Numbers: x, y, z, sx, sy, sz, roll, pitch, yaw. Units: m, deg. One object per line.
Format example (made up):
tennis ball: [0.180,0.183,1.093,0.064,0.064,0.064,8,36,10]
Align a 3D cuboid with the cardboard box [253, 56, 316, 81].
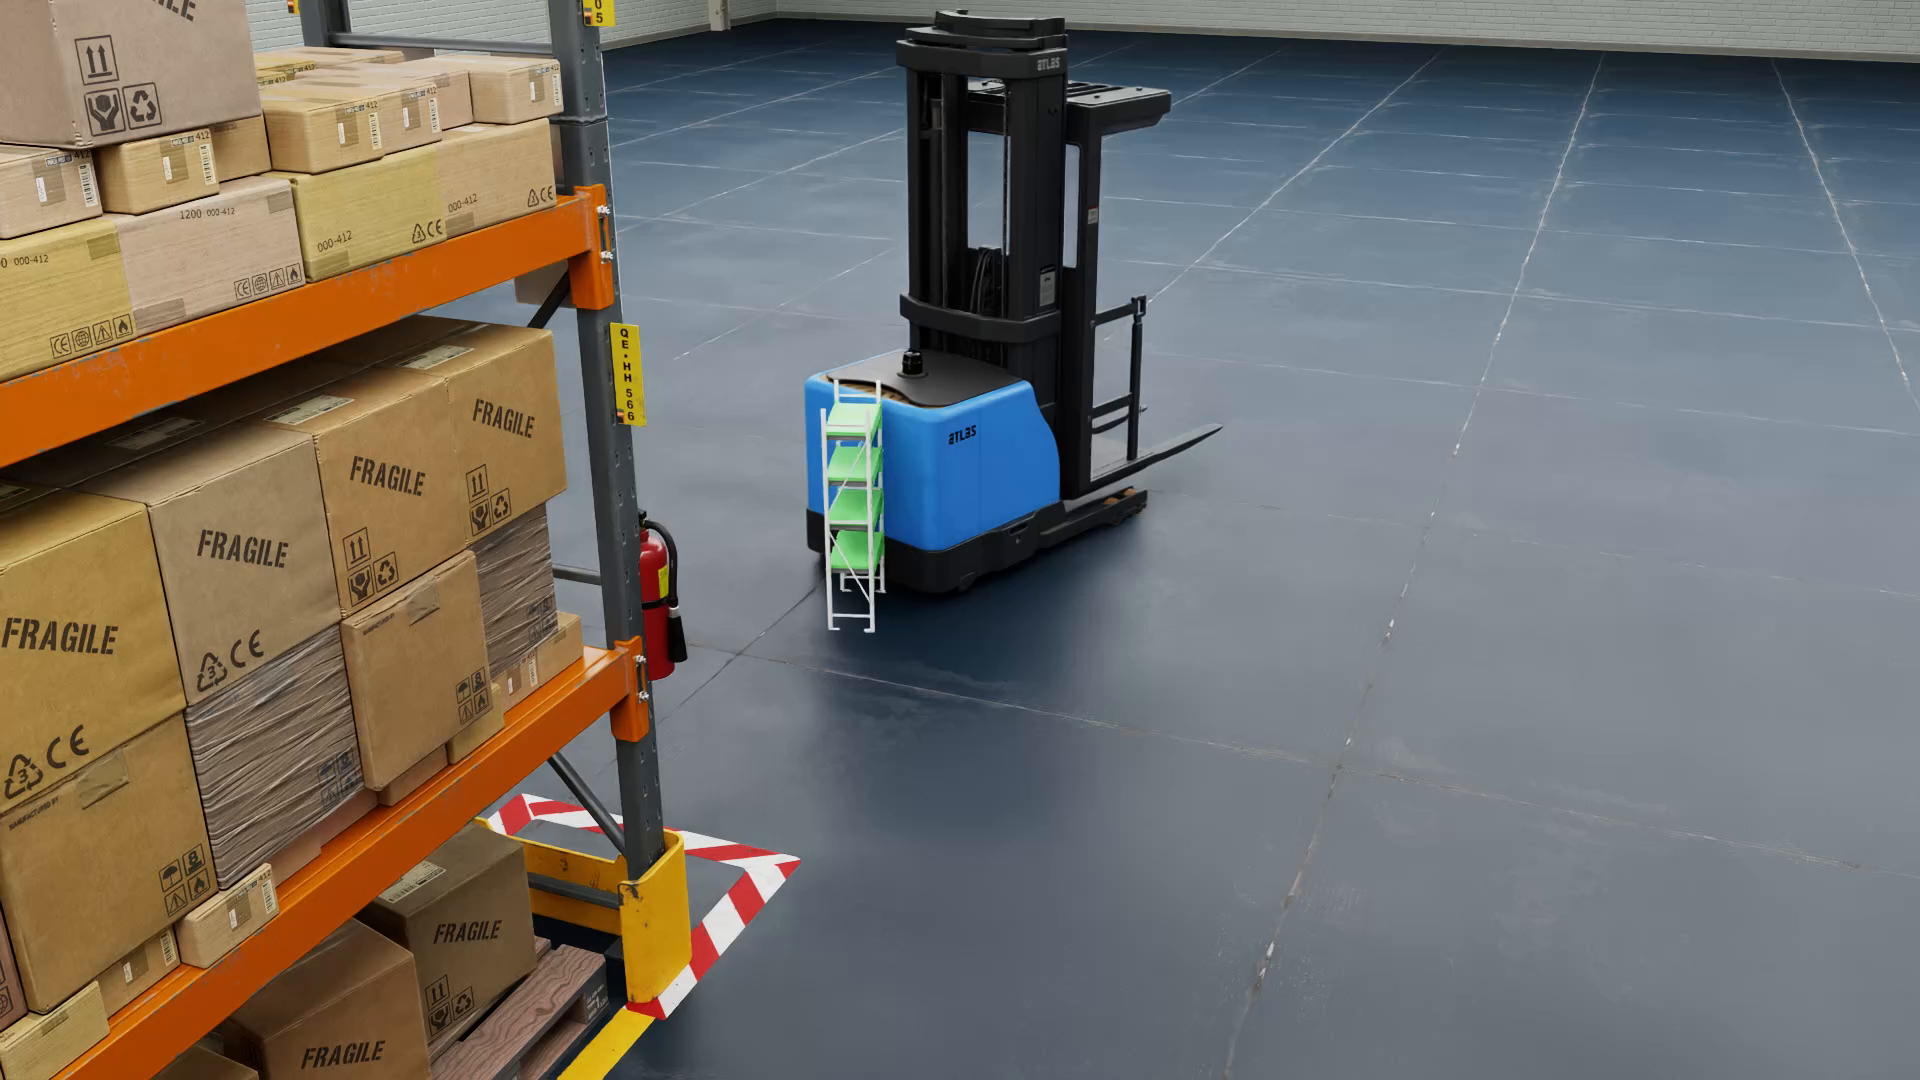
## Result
cardboard box: [-2.043,-1.274,4.693,0.380,0.149,0.250,9,24,21]

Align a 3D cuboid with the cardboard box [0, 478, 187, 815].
cardboard box: [-2.077,0.204,3.556,0.500,0.500,0.500,9,24,20]

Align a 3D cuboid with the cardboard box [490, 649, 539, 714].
cardboard box: [-1.548,0.418,5.184,0.380,0.149,0.250,9,24,20]

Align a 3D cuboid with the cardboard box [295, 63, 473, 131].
cardboard box: [-1.559,-1.198,4.511,0.380,0.149,0.250,8,24,18]

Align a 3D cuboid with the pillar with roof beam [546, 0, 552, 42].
pillar with roof beam: [-3.535,-12.667,28.401,9.100,9.000,0.400,9,24,20]

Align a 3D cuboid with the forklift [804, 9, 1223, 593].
forklift: [0.486,-1.555,9.669,1.130,2.935,3.031,19,29,38]

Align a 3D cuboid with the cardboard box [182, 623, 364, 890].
cardboard box: [-2.070,0.459,4.243,0.875,0.500,0.500,9,24,20]

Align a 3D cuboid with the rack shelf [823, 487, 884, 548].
rack shelf: [-0.548,-0.121,8.649,0.258,0.148,0.480,1,23,3]

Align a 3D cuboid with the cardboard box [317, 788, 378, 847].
cardboard box: [-1.831,0.685,4.543,0.380,0.149,0.250,9,24,20]

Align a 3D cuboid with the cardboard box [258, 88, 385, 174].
cardboard box: [-1.630,-0.991,4.016,0.380,0.149,0.250,9,24,20]

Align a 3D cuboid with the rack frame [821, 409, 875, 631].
rack frame: [-0.563,-0.086,8.400,0.240,1.200,0.015,1,23,3]

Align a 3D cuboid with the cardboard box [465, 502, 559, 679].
cardboard box: [-1.770,0.090,5.126,0.875,0.500,0.500,9,24,20]

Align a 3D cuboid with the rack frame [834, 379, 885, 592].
rack frame: [-0.532,-0.274,8.849,0.240,1.200,0.015,1,23,3]

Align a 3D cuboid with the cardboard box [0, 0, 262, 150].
cardboard box: [-1.881,-1.126,3.499,0.500,0.500,0.500,9,24,20]

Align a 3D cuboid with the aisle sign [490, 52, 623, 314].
aisle sign: [-1.239,-1.098,5.114,0.394,0.787,0.004,9,24,20]

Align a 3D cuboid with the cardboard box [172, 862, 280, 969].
cardboard box: [-1.914,0.880,4.077,0.380,0.149,0.250,9,24,20]

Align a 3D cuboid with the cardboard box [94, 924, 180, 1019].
cardboard box: [-2.071,0.960,3.887,0.380,0.149,0.250,9,24,20]

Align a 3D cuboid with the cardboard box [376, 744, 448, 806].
cardboard box: [-1.700,0.602,4.743,0.380,0.149,0.250,9,24,20]

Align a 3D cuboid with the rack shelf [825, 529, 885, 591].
rack shelf: [-0.548,0.100,8.741,0.258,0.148,0.480,1,23,3]

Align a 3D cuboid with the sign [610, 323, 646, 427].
sign: [-1.032,-0.513,5.173,0.100,0.325,0.005,9,24,20]

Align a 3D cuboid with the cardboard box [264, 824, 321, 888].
cardboard box: [-1.903,0.778,4.321,0.380,0.149,0.250,9,24,20]

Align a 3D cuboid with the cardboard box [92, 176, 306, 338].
cardboard box: [-1.864,-0.664,3.750,0.500,0.250,0.500,9,24,21]

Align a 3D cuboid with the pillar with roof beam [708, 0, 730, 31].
pillar with roof beam: [-1.306,-14.815,33.541,9.100,9.000,0.400,9,24,20]

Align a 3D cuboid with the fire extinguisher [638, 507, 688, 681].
fire extinguisher: [-1.070,0.142,5.620,0.296,0.674,0.183,9,24,20]

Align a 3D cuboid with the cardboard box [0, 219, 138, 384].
cardboard box: [-2.046,-0.483,3.318,0.500,0.250,0.500,8,24,19]

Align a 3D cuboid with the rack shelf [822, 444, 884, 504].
rack shelf: [-0.548,-0.343,8.556,0.258,0.148,0.480,1,23,3]

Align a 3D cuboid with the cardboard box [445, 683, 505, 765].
cardboard box: [-1.593,0.515,4.952,0.380,0.149,0.250,9,24,20]

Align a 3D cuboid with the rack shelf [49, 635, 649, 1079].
rack shelf: [-2.283,1.129,4.090,1.077,0.370,4.000,9,24,20]

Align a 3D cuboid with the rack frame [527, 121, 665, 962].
rack frame: [-1.540,0.081,5.664,1.000,3.000,0.127,9,24,20]

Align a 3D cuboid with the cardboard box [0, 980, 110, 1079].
cardboard box: [-2.122,1.056,3.657,0.380,0.149,0.250,9,24,20]

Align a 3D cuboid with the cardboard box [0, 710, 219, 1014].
cardboard box: [-2.267,0.637,3.819,0.875,0.500,0.500,9,24,20]

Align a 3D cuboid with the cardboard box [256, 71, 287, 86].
cardboard box: [-2.023,-1.166,4.434,0.380,0.149,0.250,8,24,19]

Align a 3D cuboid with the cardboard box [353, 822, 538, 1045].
cardboard box: [-1.788,1.262,5.536,0.500,0.500,0.500,14,26,30]

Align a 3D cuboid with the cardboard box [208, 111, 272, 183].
cardboard box: [-1.838,-0.920,3.846,0.380,0.149,0.250,9,24,21]

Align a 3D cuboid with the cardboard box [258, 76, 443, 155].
cardboard box: [-1.559,-1.084,4.239,0.380,0.149,0.250,8,24,18]

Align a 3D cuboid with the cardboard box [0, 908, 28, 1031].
cardboard box: [-2.491,0.810,3.405,0.875,0.500,0.500,9,24,20]

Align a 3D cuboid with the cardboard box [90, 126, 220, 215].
cardboard box: [-1.844,-0.809,3.581,0.380,0.149,0.250,8,24,17]

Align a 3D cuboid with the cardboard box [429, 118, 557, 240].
cardboard box: [-1.483,-1.025,4.615,0.500,0.250,0.500,9,24,21]

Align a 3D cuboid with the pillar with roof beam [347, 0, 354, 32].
pillar with roof beam: [-5.763,-10.520,23.261,9.100,9.000,0.400,9,24,20]

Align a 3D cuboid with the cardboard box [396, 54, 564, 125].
cardboard box: [-1.354,-1.274,4.694,0.380,0.149,0.250,9,24,20]

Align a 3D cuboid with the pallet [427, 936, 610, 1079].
pallet: [-1.903,1.680,5.453,1.003,0.211,1.213,9,24,20]

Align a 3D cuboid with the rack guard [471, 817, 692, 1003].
rack guard: [-1.568,1.262,6.081,1.175,0.500,0.348,9,24,20]

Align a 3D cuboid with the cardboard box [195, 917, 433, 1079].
cardboard box: [-1.978,1.480,5.012,0.500,0.500,0.500,16,28,34]

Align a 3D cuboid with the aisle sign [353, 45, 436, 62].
aisle sign: [-1.796,-1.184,5.319,0.394,0.787,0.004,9,24,20]

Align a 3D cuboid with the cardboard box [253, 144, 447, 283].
cardboard box: [-1.666,-0.846,4.186,0.500,0.250,0.500,9,24,20]

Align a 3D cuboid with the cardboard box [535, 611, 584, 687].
cardboard box: [-1.454,0.328,5.398,0.380,0.149,0.250,9,24,20]

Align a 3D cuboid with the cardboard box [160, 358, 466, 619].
cardboard box: [-1.695,-0.152,4.409,0.500,0.500,0.500,9,24,20]

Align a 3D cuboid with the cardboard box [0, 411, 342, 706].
cardboard box: [-1.883,0.027,3.981,0.500,0.500,0.500,9,24,20]

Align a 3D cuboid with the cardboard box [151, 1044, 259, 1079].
cardboard box: [-2.228,1.702,4.482,0.500,0.500,0.500,11,25,25]

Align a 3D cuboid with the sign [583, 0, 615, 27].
sign: [-1.032,-1.625,4.708,0.100,0.325,0.005,9,24,20]

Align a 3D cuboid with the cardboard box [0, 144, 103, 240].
cardboard box: [-1.989,-0.718,3.363,0.380,0.149,0.250,7,24,17]

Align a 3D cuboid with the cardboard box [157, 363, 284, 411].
cardboard box: [-2.190,-0.228,4.591,0.500,0.500,0.500,9,24,20]

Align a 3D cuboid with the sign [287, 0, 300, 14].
sign: [-2.044,-1.784,5.104,0.100,0.325,0.005,9,24,20]

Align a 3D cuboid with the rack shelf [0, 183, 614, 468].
rack shelf: [-2.283,-0.256,3.512,1.077,0.370,4.000,9,24,20]

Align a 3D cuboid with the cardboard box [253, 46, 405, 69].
cardboard box: [-1.857,-1.352,4.882,0.380,0.149,0.250,9,24,20]

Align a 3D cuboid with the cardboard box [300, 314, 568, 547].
cardboard box: [-1.515,-0.332,4.839,0.500,0.500,0.500,9,24,20]

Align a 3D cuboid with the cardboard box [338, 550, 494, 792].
cardboard box: [-1.844,0.287,4.657,0.875,0.500,0.500,9,24,20]

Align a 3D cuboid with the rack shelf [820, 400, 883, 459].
rack shelf: [-0.548,-0.564,8.464,0.258,0.148,0.480,1,23,3]

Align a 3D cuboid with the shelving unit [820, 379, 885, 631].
shelving unit: [-0.548,-0.180,8.624,0.258,1.200,0.503,1,23,3]

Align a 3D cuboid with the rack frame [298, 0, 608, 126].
rack frame: [-1.540,-2.687,4.508,1.000,3.000,0.127,9,24,20]
